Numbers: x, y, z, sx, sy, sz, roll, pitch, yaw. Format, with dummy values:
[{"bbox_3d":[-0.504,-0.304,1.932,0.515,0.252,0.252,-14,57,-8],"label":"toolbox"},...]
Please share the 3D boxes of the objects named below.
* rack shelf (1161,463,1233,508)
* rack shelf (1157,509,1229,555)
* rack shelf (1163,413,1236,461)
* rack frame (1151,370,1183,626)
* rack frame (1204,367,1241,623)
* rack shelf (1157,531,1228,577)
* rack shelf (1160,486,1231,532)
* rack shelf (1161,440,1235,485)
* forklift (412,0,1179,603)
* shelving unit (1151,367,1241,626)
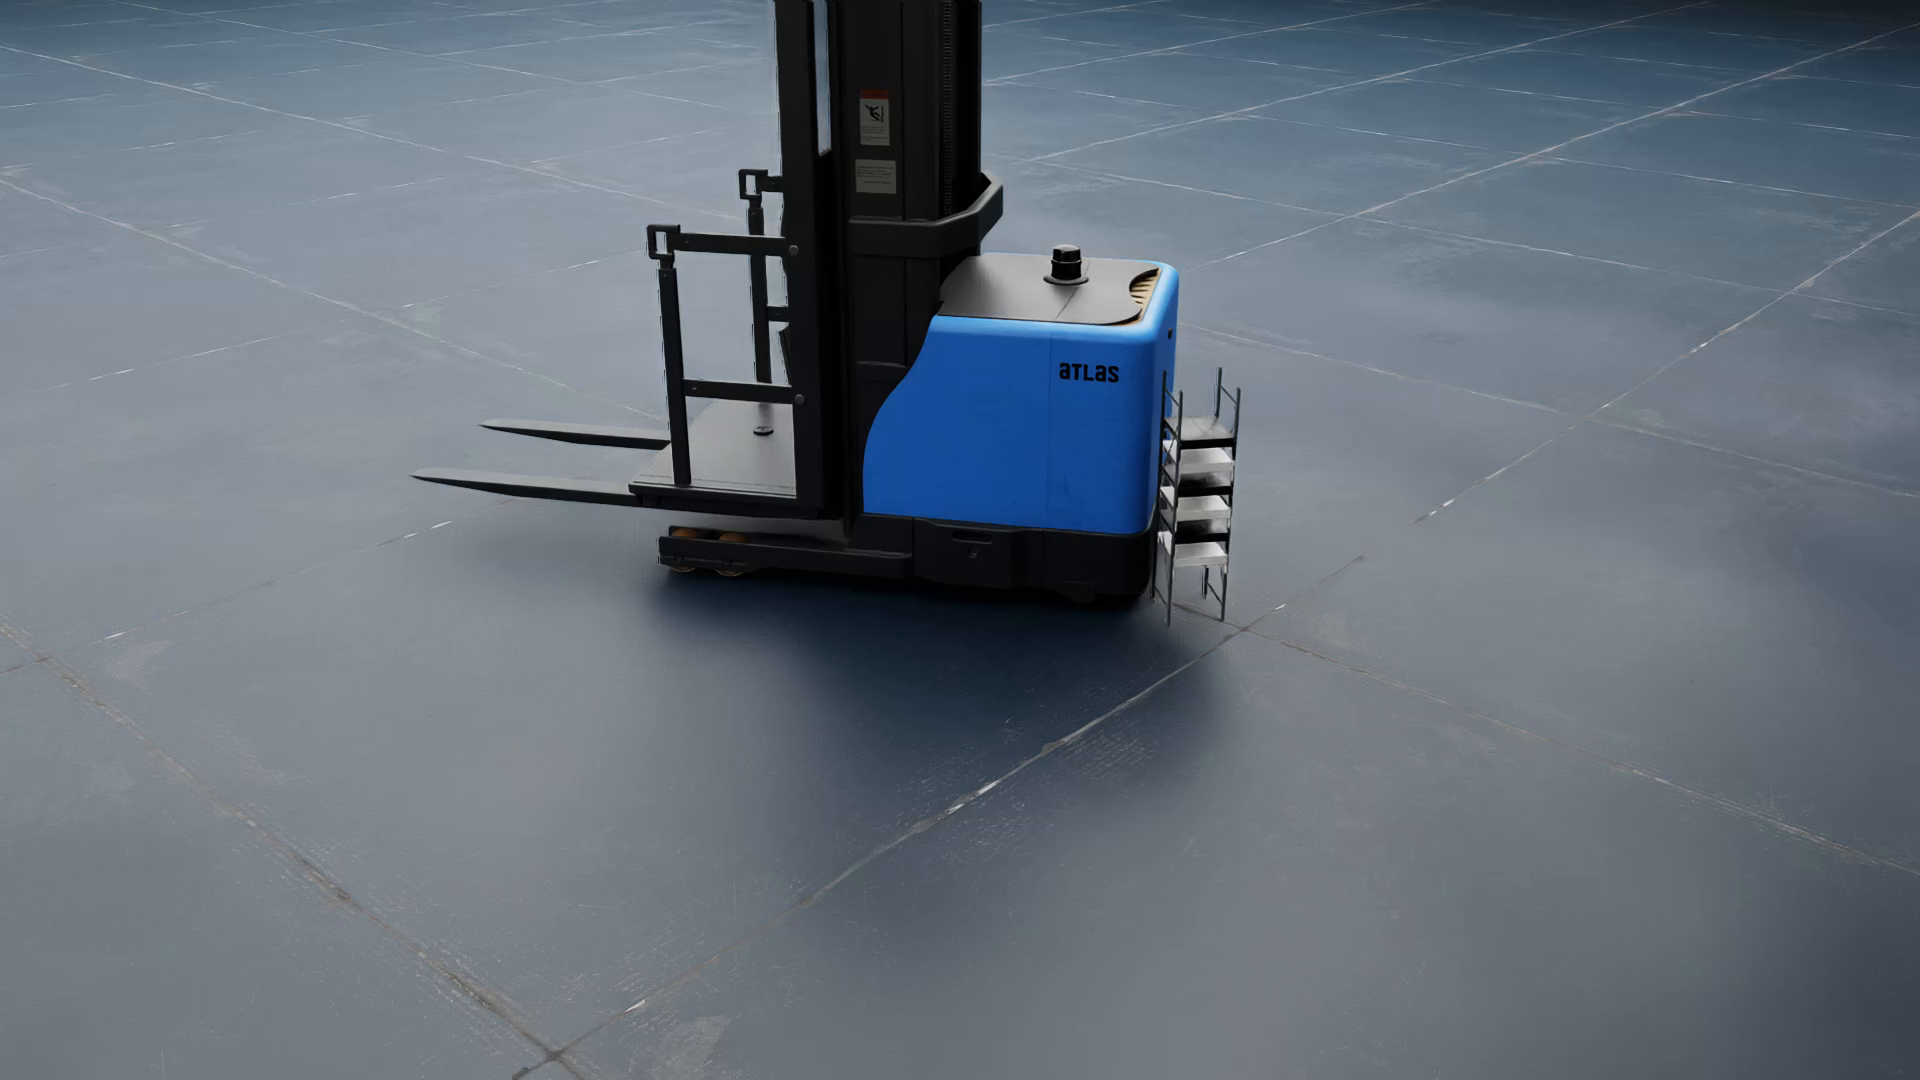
[{"bbox_3d":[0.843,-0.203,5.964,0.200,0.077,0.258,-4,24,-8],"label":"rack shelf"},{"bbox_3d":[0.843,-0.039,6.037,0.200,0.077,0.258,-4,24,-8],"label":"rack shelf"},{"bbox_3d":[0.843,-0.367,5.890,0.200,0.077,0.258,-4,24,-8],"label":"rack shelf"},{"bbox_3d":[0.742,-0.145,5.973,0.006,0.900,0.240,-4,24,-8],"label":"rack frame"},{"bbox_3d":[0.943,-0.157,6.001,0.006,0.900,0.240,-4,24,-8],"label":"rack frame"},{"bbox_3d":[0.843,0.044,6.074,0.200,0.077,0.258,-4,24,-8],"label":"rack shelf"},{"bbox_3d":[0.843,-0.121,6.000,0.200,0.077,0.258,-4,24,-8],"label":"rack shelf"},{"bbox_3d":[0.843,-0.285,5.927,0.200,0.077,0.258,-4,24,-8],"label":"rack shelf"},{"bbox_3d":[-0.694,-1.399,6.288,3.031,2.935,1.130,5,25,11],"label":"forklift"},{"bbox_3d":[0.843,-0.151,5.987,0.210,0.900,0.258,-4,24,-8],"label":"shelving unit"}]
